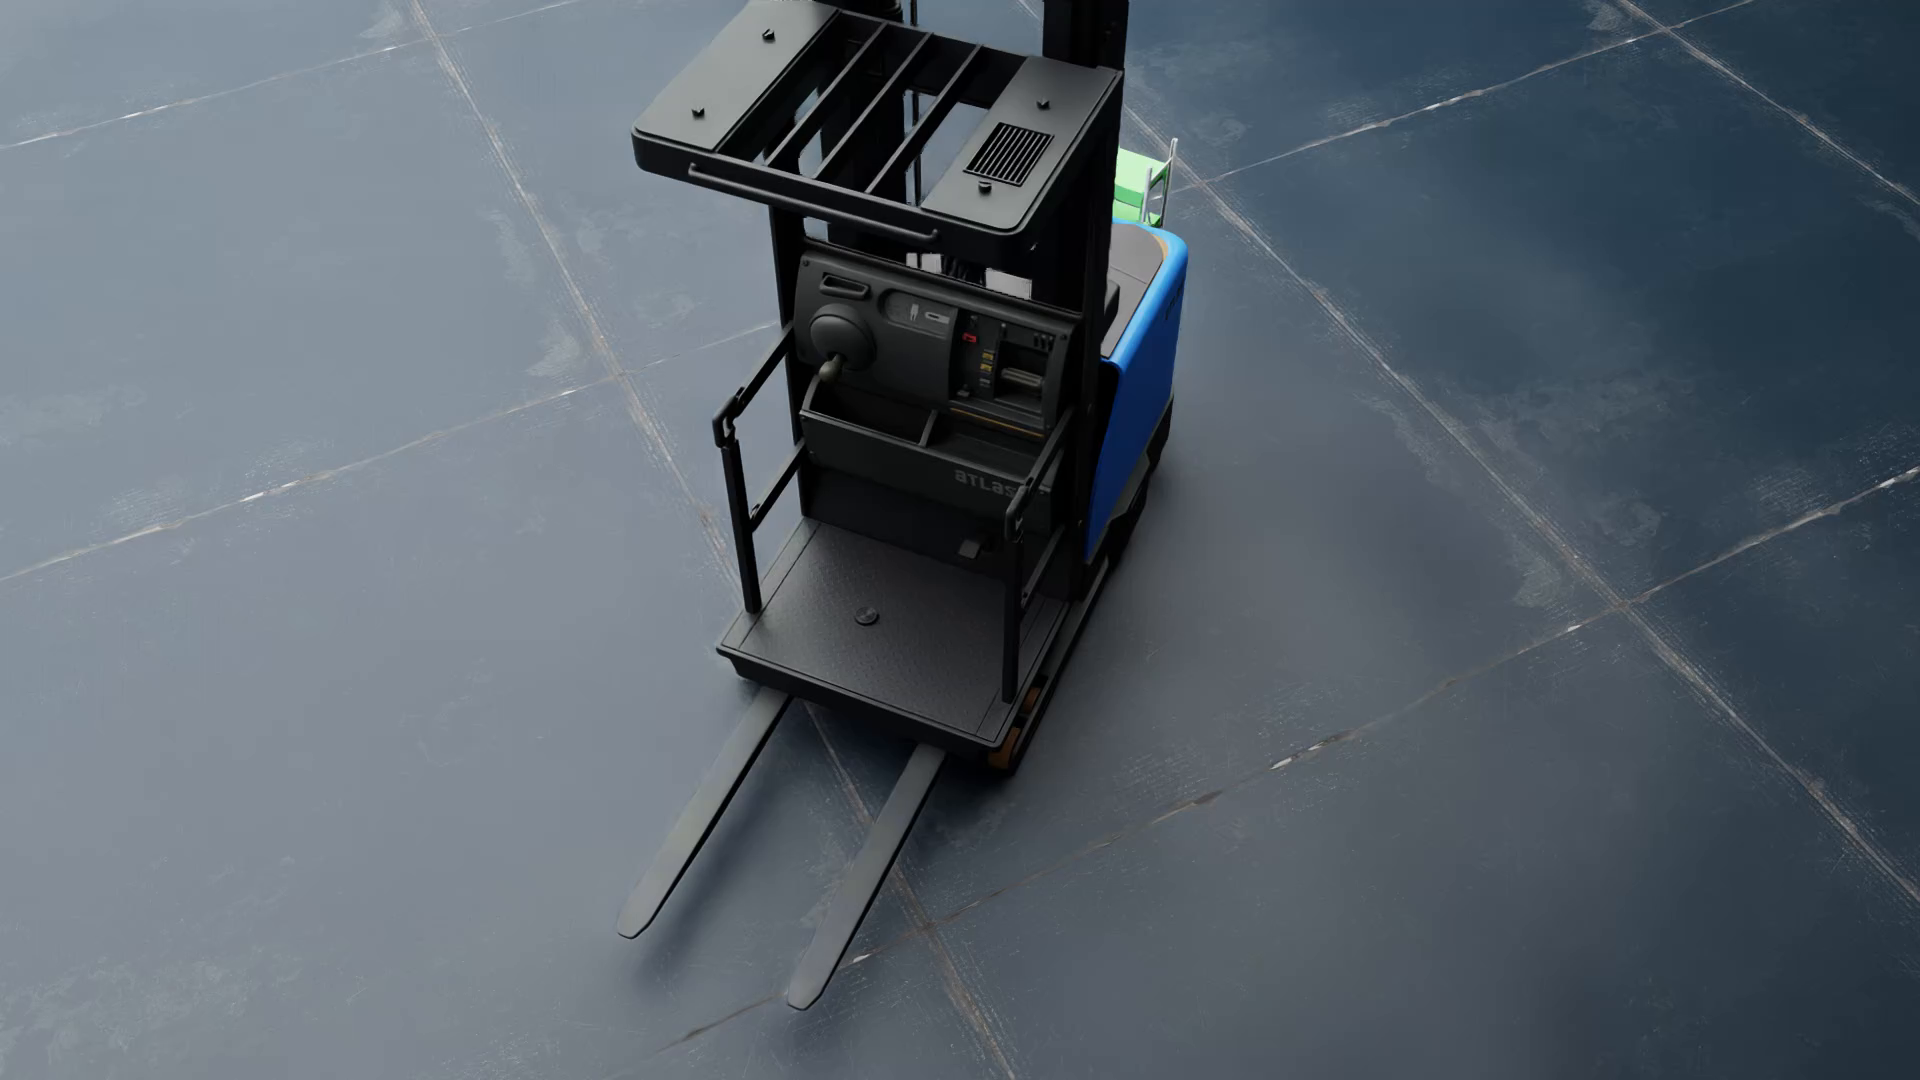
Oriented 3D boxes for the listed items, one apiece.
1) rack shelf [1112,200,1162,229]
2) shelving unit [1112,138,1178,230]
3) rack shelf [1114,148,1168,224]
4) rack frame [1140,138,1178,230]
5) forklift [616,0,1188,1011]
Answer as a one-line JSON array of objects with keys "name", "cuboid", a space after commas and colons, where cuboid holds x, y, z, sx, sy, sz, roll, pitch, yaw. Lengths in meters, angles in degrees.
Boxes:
[{"name": "rack shelf", "cuboid": [0.545, -1.268, 6.709, 0.480, 0.148, 0.258, 24, 49, 19]}, {"name": "shelving unit", "cuboid": [0.538, -1.143, 6.834, 0.503, 1.200, 0.258, 24, 49, 19]}, {"name": "rack shelf", "cuboid": [0.554, -1.437, 6.539, 0.480, 0.148, 0.258, 24, 49, 19]}, {"name": "rack frame", "cuboid": [0.749, -1.051, 6.753, 0.015, 1.200, 0.240, 24, 49, 19]}, {"name": "forklift", "cuboid": [-0.180, -0.522, 5.152, 1.130, 2.935, 3.031, 18, 51, 15]}]
